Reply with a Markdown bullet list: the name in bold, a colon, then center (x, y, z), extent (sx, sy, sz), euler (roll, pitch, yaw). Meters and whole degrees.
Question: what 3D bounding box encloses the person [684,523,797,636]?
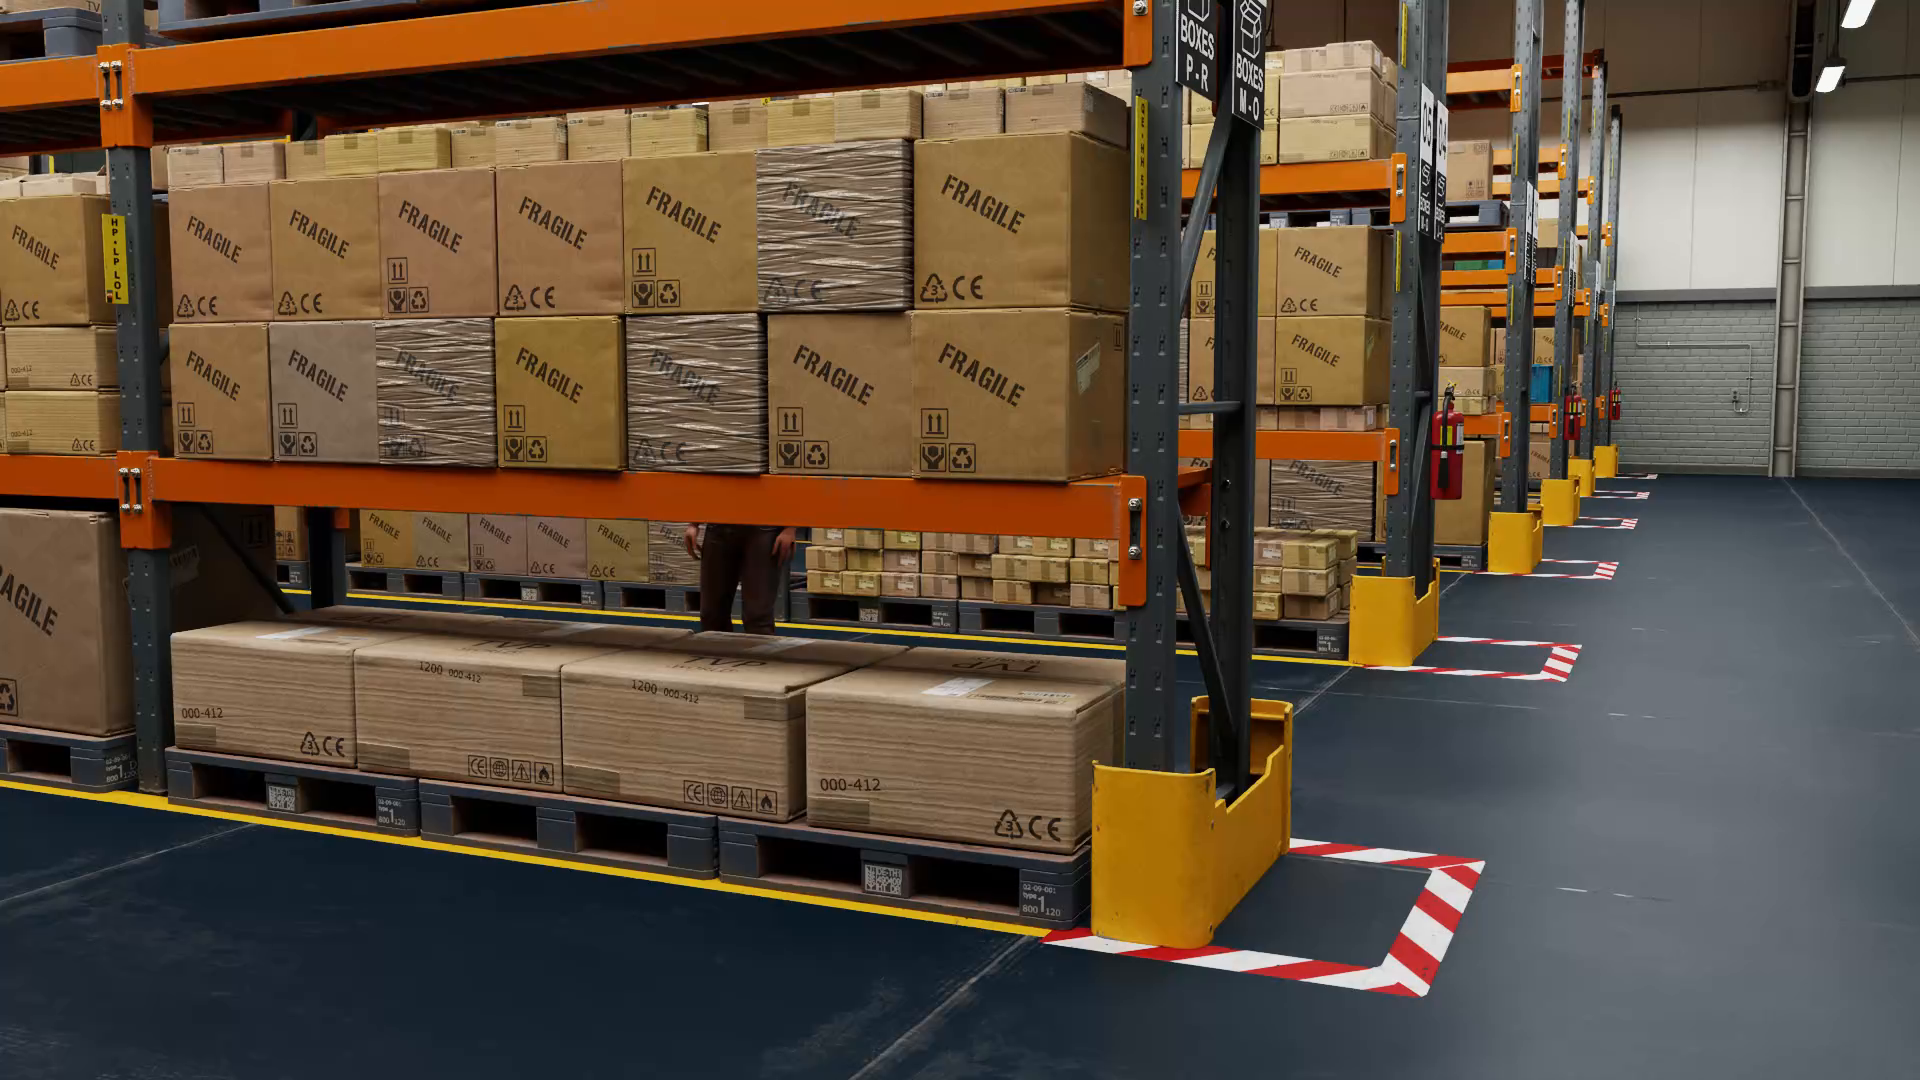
- **person**: center (-1.030, -0.026, 7.911), extent (0.591, 1.722, 0.465), euler (2, 6, 21)
